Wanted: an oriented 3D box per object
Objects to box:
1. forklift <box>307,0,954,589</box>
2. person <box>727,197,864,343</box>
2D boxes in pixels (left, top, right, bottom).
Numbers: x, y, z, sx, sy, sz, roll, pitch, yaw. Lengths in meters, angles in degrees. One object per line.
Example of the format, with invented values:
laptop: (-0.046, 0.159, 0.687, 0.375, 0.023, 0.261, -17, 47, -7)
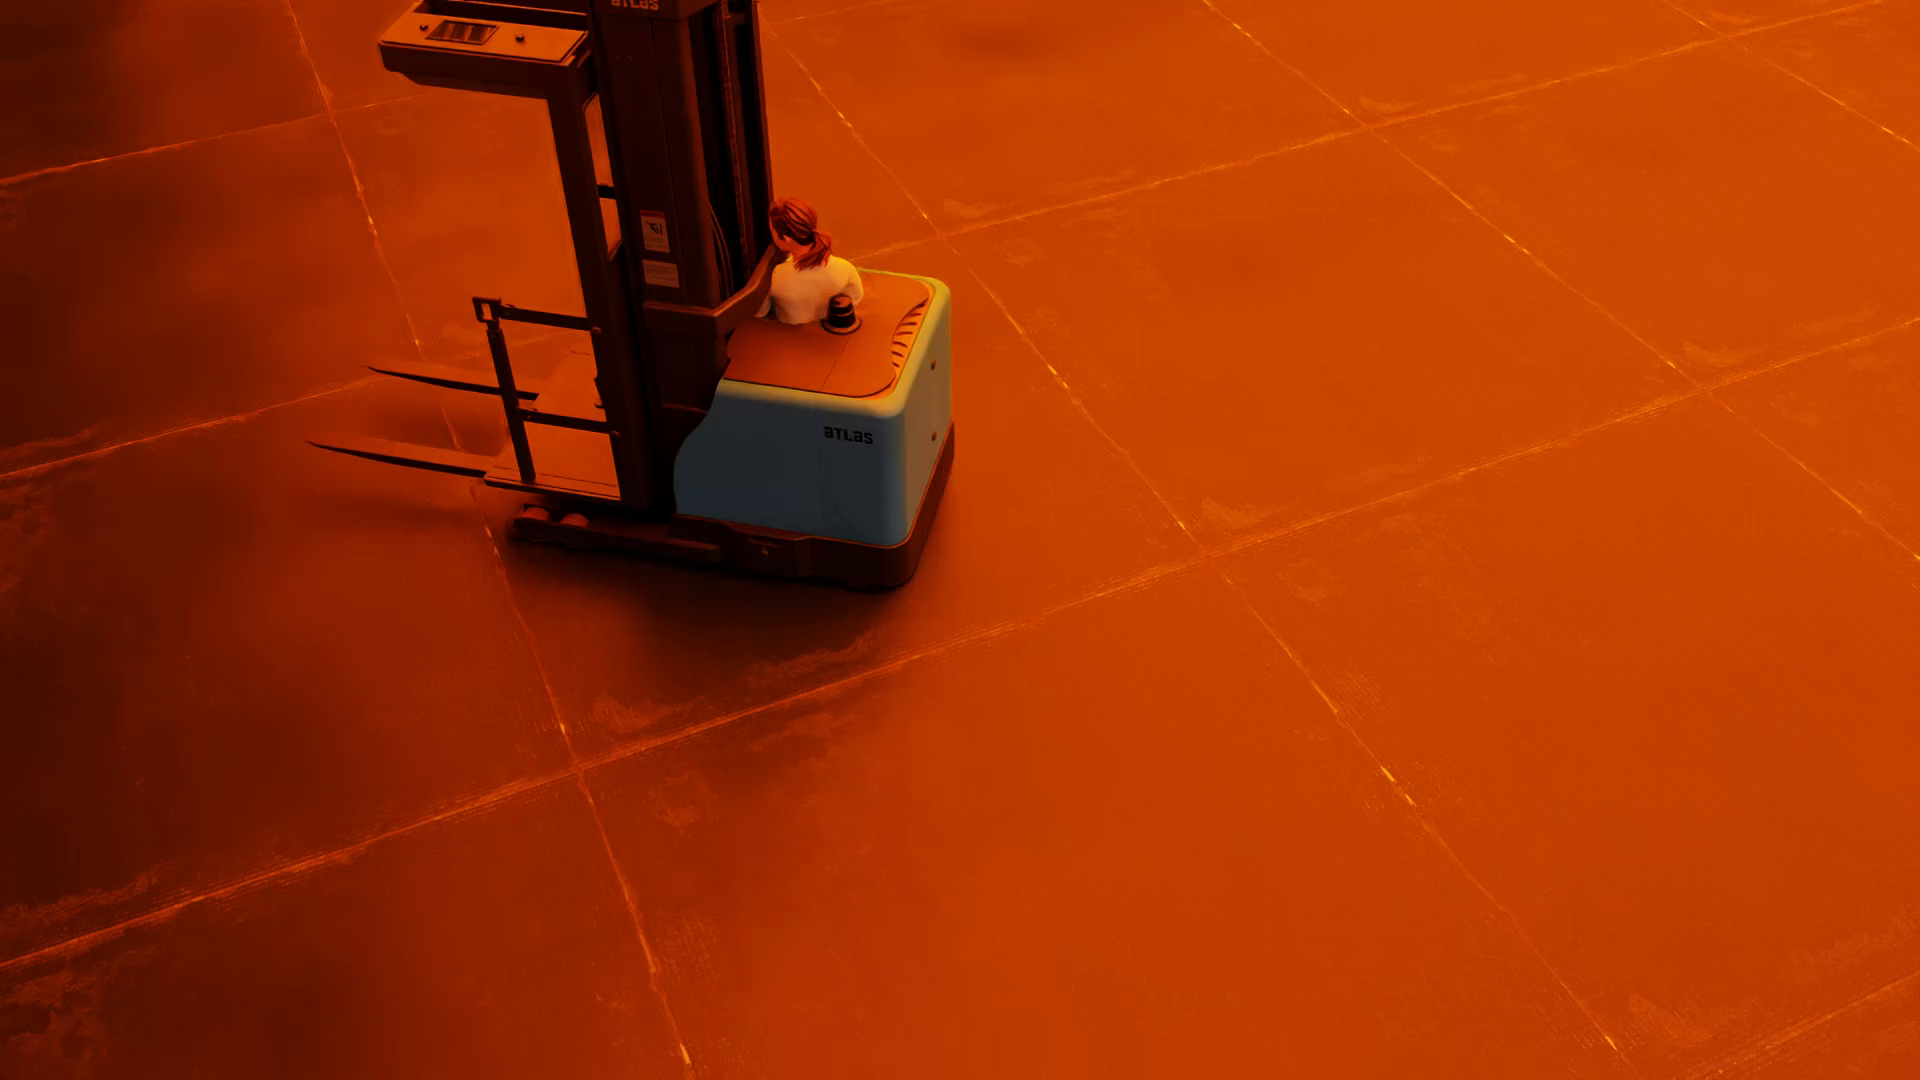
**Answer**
forklift: (-1.600, -1.375, 7.154, 3.031, 2.935, 1.130, 9, 44, 9)
person: (-0.738, -0.920, 7.593, 0.661, 1.574, 0.755, -15, 45, -16)
